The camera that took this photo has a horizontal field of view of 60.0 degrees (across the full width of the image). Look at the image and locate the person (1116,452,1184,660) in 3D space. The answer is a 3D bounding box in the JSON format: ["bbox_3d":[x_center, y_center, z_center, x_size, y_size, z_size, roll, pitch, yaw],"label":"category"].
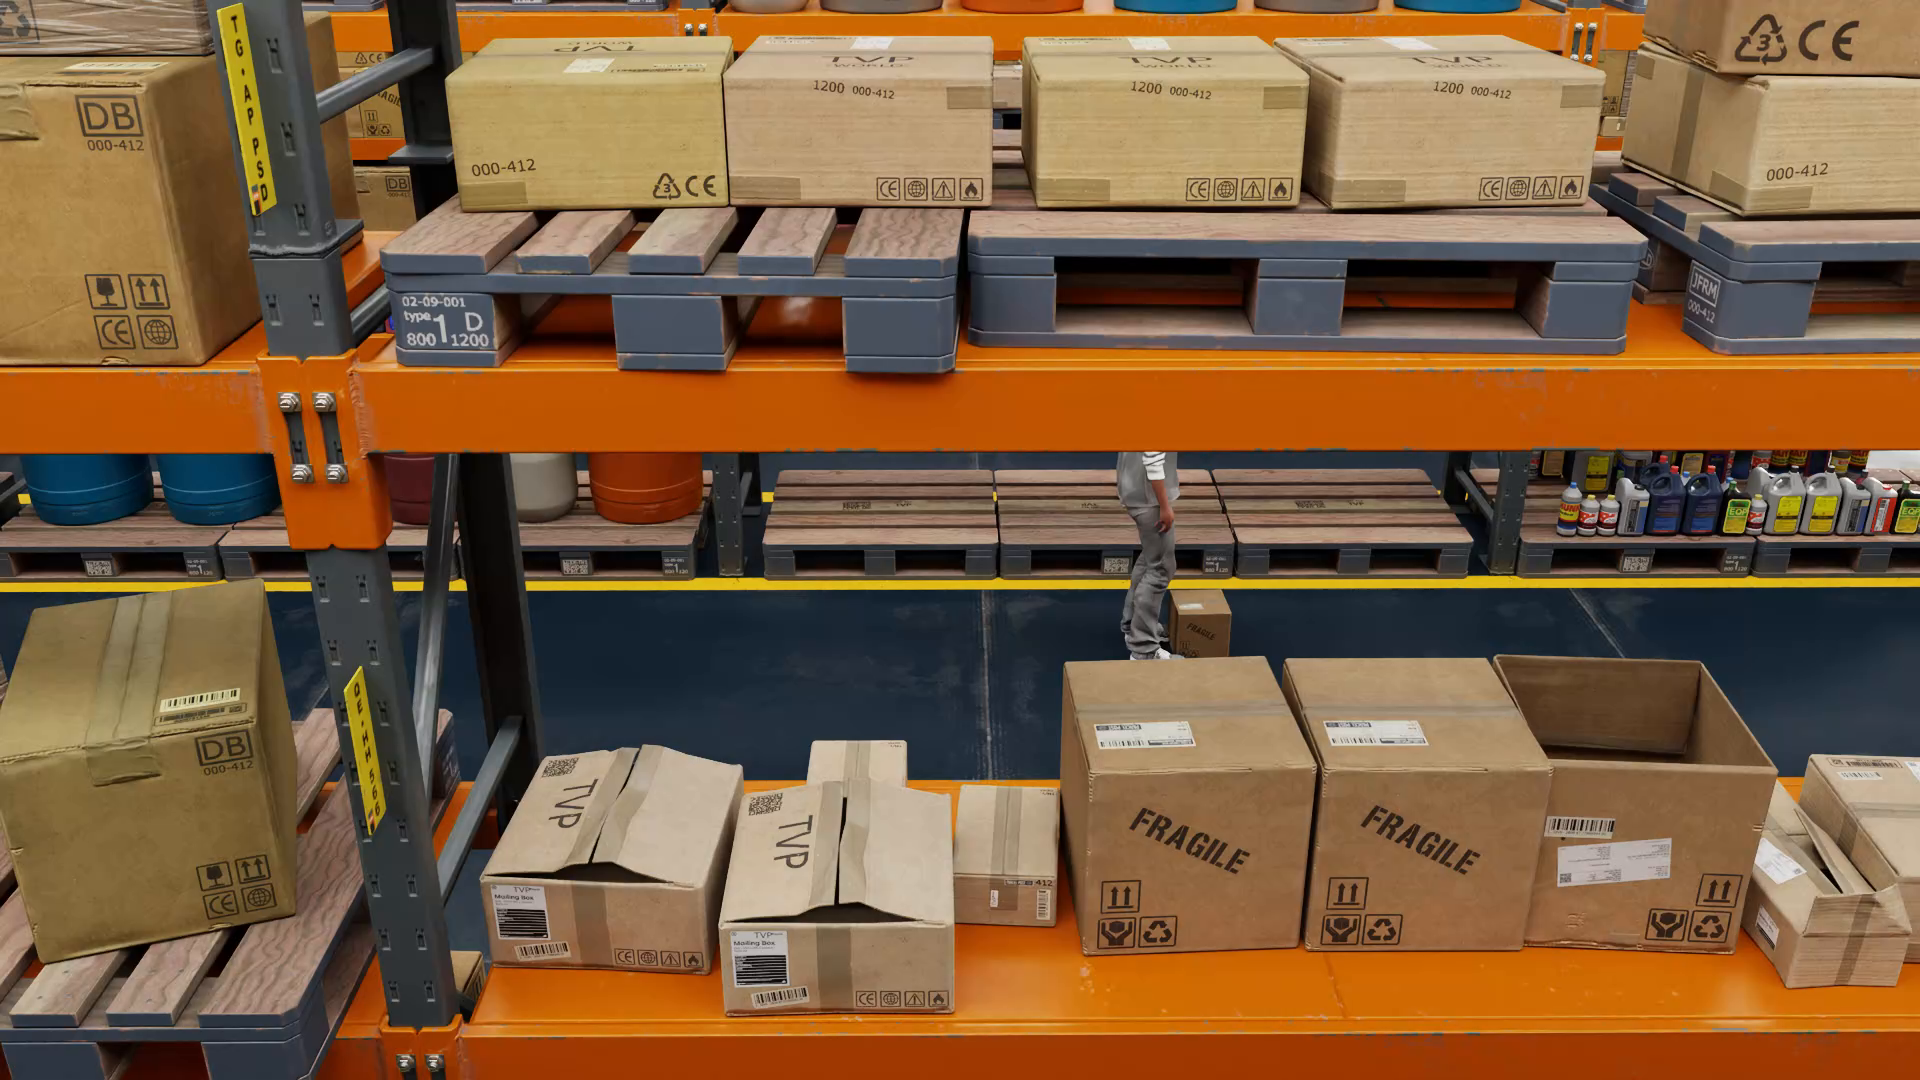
[{"bbox_3d":[0.888,-0.203,7.565,0.347,1.591,0.459,0,24,-1],"label":"person"}]
